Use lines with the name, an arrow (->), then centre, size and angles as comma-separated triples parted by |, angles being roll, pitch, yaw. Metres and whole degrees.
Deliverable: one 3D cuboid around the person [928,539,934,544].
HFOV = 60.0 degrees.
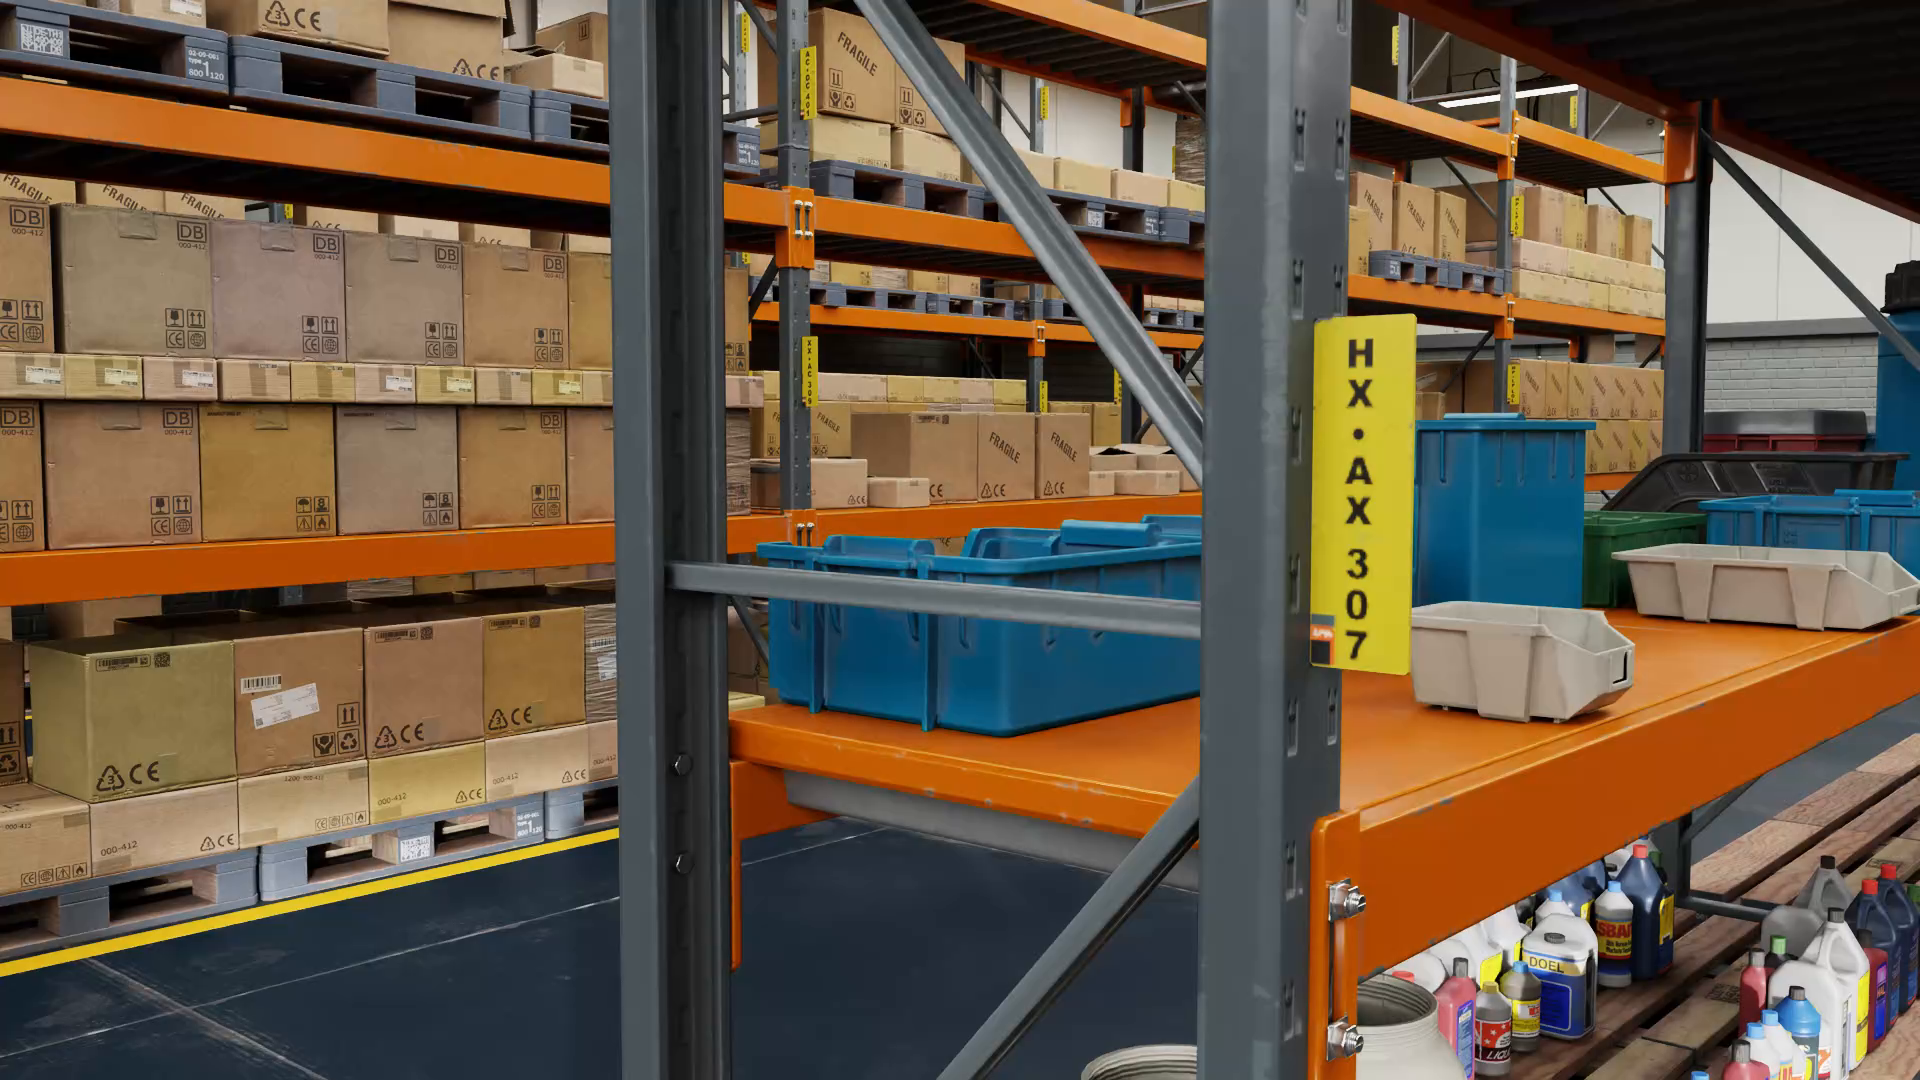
person -> -0.453, 0.002, 14.183 | 0.373, 1.541, 0.541 | 3, 5, 40
